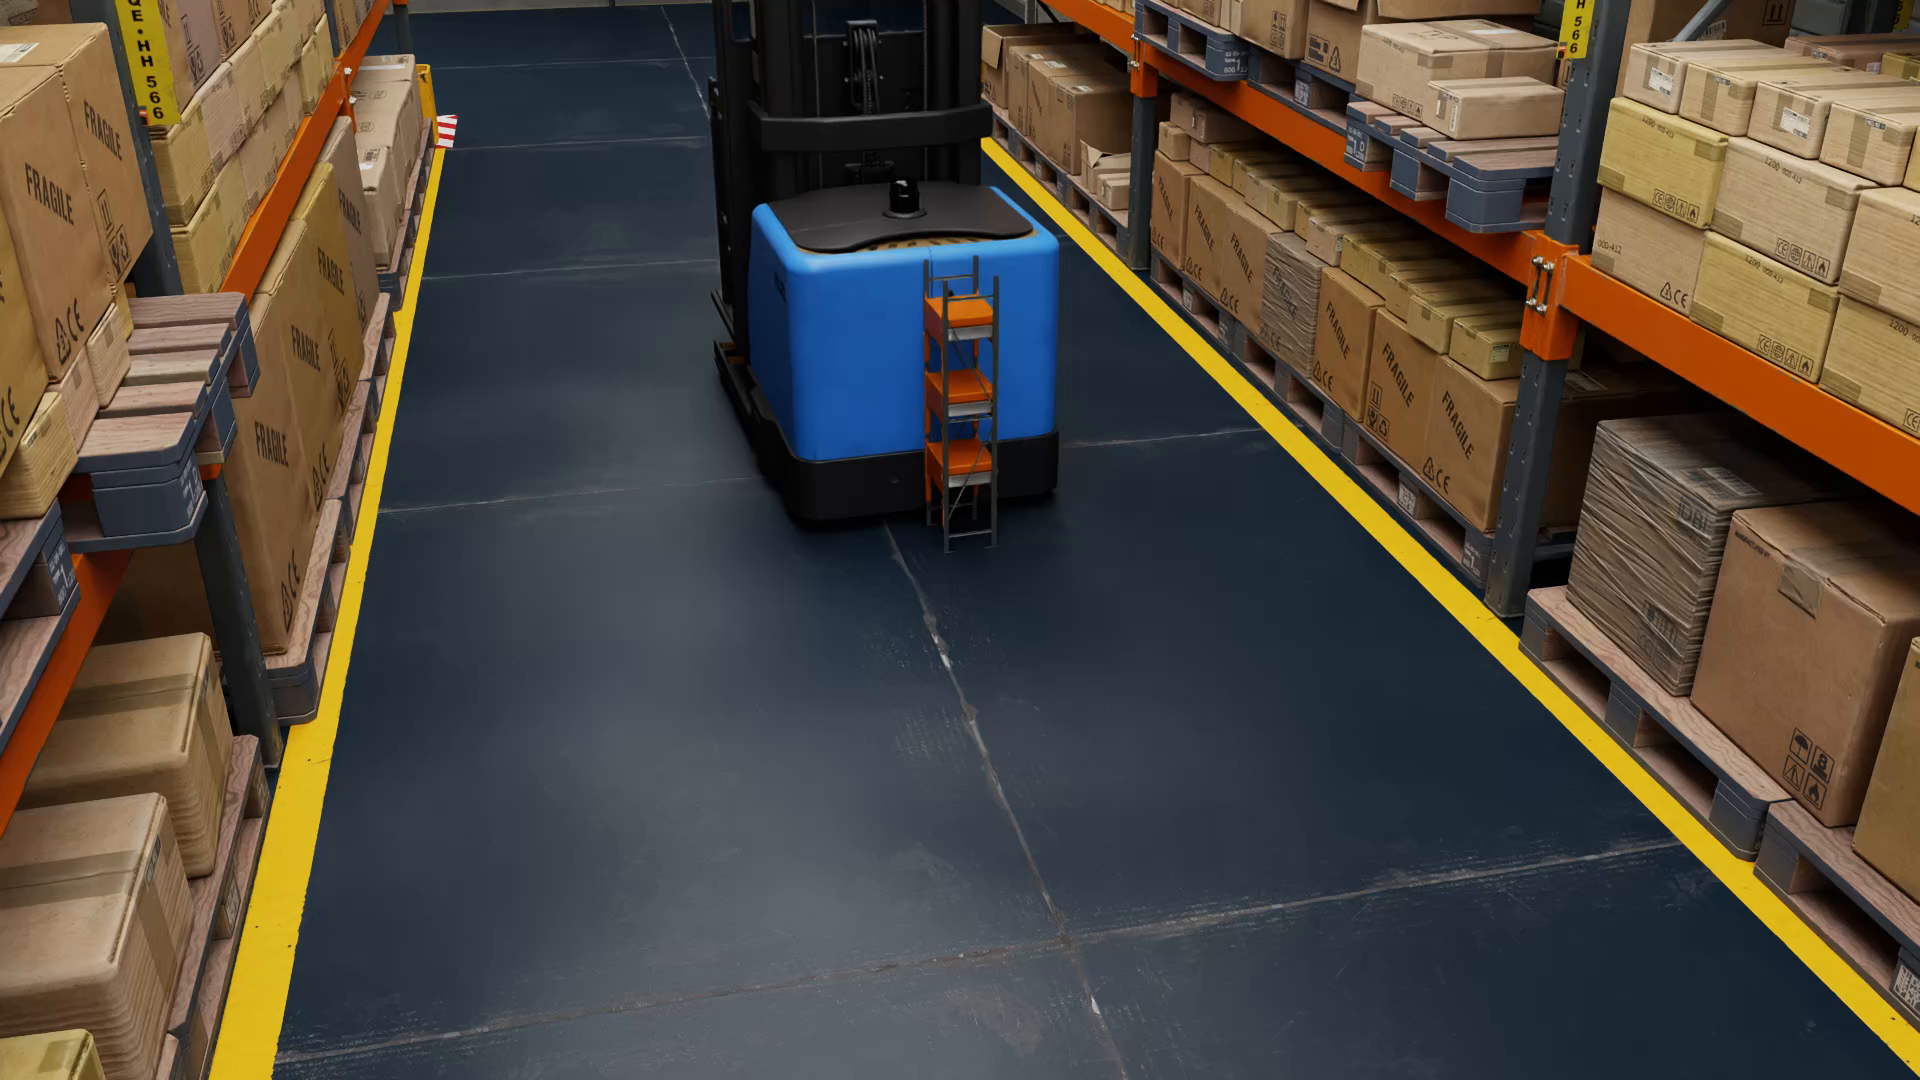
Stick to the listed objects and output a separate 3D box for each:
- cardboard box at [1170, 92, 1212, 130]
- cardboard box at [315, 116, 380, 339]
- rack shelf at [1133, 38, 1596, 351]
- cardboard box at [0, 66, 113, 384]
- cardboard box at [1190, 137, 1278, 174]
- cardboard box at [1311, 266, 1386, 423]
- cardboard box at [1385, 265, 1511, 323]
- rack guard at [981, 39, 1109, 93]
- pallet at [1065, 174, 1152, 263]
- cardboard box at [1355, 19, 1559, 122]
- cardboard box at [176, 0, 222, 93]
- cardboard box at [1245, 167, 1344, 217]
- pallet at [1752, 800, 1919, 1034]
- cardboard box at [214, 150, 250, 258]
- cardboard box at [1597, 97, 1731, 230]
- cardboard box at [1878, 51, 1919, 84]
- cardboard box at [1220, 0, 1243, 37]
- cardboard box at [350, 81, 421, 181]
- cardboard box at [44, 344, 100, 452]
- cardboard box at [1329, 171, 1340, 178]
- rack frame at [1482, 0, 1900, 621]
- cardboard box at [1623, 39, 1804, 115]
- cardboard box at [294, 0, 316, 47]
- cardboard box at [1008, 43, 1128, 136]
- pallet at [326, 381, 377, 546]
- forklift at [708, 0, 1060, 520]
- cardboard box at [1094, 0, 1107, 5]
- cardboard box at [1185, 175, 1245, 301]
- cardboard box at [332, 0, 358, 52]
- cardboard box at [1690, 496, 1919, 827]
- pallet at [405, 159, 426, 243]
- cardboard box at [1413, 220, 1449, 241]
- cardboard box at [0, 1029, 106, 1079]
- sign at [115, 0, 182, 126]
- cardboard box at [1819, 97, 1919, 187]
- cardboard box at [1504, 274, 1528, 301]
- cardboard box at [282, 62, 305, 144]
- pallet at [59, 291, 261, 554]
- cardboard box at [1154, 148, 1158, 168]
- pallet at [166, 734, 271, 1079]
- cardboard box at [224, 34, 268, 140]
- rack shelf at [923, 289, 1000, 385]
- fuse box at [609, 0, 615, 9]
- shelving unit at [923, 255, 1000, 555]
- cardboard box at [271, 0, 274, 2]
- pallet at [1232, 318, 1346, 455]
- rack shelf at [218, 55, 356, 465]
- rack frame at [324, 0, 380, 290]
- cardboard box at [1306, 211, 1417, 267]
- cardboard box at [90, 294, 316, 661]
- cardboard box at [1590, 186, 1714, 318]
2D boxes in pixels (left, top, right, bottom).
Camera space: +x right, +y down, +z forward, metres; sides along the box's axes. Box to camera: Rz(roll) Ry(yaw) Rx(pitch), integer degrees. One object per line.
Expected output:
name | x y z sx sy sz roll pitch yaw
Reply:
cardboard box | 1.306 -2.212 8.561 0.380 0.149 0.250 -6 27 -12
cardboard box | -3.192 -1.365 7.518 0.875 0.875 0.875 -5 27 -10
rack shelf | 1.876 -1.697 7.081 1.077 0.370 4.000 -6 27 -12
cardboard box | -2.008 -0.602 3.207 0.500 0.500 0.500 -6 27 -12
cardboard box | 1.385 -1.959 8.390 0.380 0.149 0.250 -7 28 -13
cardboard box | 1.799 -0.826 6.865 0.500 0.500 0.500 -5 27 -9
cardboard box | 1.861 -0.929 6.350 0.380 0.149 0.250 -7 28 -13
rack guard | 0.541 -3.503 12.635 1.175 0.500 0.348 -6 27 -12
pallet | 1.272 -1.953 9.884 1.003 0.211 1.213 -6 27 -12
cardboard box | 1.774 -1.691 5.971 0.500 0.250 0.500 -7 28 -14
cardboard box | -2.502 -1.583 4.837 0.500 0.500 0.500 -6 27 -11
cardboard box | 1.549 -1.615 7.709 0.380 0.149 0.250 -6 27 -12
pallet | 2.746 1.005 4.025 1.003 0.211 1.213 -6 27 -12
cardboard box | -2.506 -1.031 5.131 0.500 0.250 0.500 -7 28 -13
cardboard box | 2.164 -1.074 4.661 0.500 0.250 0.500 -6 27 -12
cardboard box | 2.765 -1.248 4.563 0.380 0.149 0.250 -5 27 -10
cardboard box | 1.365 -2.375 7.309 0.396 0.266 0.258 -5 27 -9
cardboard box | -3.851 -2.509 10.270 0.875 0.438 0.875 -5 27 -10
cardboard box | -1.925 -0.262 3.253 0.380 0.149 0.250 -7 28 -14
cardboard box | 2.000 -1.794 8.064 0.380 0.149 0.250 -7 28 -14
rack frame | 2.327 -1.140 5.179 1.000 3.000 0.127 -6 27 -12
cardboard box | 2.112 -1.304 4.674 0.380 0.149 0.250 -5 27 -10
cardboard box | -2.954 -2.159 6.810 0.500 0.250 0.500 -5 27 -10
cardboard box | 0.724 -3.066 11.304 0.700 0.500 0.500 -5 27 -9
pallet | -2.884 -0.278 6.566 1.003 0.211 1.213 -6 27 -12
forklift | -0.516 -2.026 7.011 1.130 2.935 3.031 -7 28 -14
cardboard box | 0.945 -3.122 9.385 0.380 0.149 0.250 -5 27 -10
cardboard box | 1.445 -1.500 8.200 0.500 0.500 0.500 -6 27 -12
cardboard box | -3.260 -2.667 8.095 0.500 0.500 0.500 -5 27 -10
cardboard box | 2.609 0.294 4.508 0.875 0.625 0.625 -5 27 -10
pallet | -3.783 -2.024 10.025 1.003 0.211 1.213 -6 27 -12
cardboard box | 2.169 -1.324 7.132 0.380 0.149 0.250 -6 27 -11
cardboard box | -2.051 1.257 2.881 0.950 0.372 0.625 -5 27 -10
sign | -1.982 -1.175 4.052 0.100 0.325 0.005 -6 27 -12
cardboard box | 2.327 -0.964 3.999 0.380 0.149 0.250 -6 27 -11
cardboard box | 2.345 -0.982 6.455 0.380 0.149 0.250 -6 27 -11
cardboard box | -2.854 -1.705 6.465 0.500 0.250 0.500 -7 28 -13
pallet | -2.244 -0.247 3.622 1.213 0.211 1.003 -6 27 -12
cardboard box | 1.409 -2.315 10.206 0.380 0.149 0.250 -6 27 -12
pallet | -2.334 0.954 4.126 1.003 0.211 1.213 -6 27 -12
cardboard box | -2.598 -1.485 5.475 0.500 0.250 0.500 -6 27 -12
rack shelf | 0.003 -0.725 5.914 0.215 0.259 0.240 -7 28 -15
fuse box | -3.525 -6.193 16.621 0.539 1.711 0.414 -6 27 -12
shelving unit | 0.003 -0.481 6.037 0.215 1.050 0.252 -7 28 -15
cardboard box | -2.846 -2.260 6.177 0.500 0.500 0.500 -5 27 -10
pallet | 1.924 -0.761 7.524 1.003 0.211 1.213 -6 27 -12
rack shelf | -2.959 -1.191 6.079 1.077 0.370 4.000 -6 27 -12
rack frame | -3.410 -2.390 7.657 1.000 3.000 0.127 -6 27 -12
cardboard box | 1.697 -1.277 7.039 0.380 0.149 0.250 -7 28 -14
cardboard box | -2.583 -0.185 5.179 0.875 0.875 0.875 -6 27 -12
cardboard box | 2.189 -0.853 4.778 0.500 0.250 0.500 -6 27 -11
